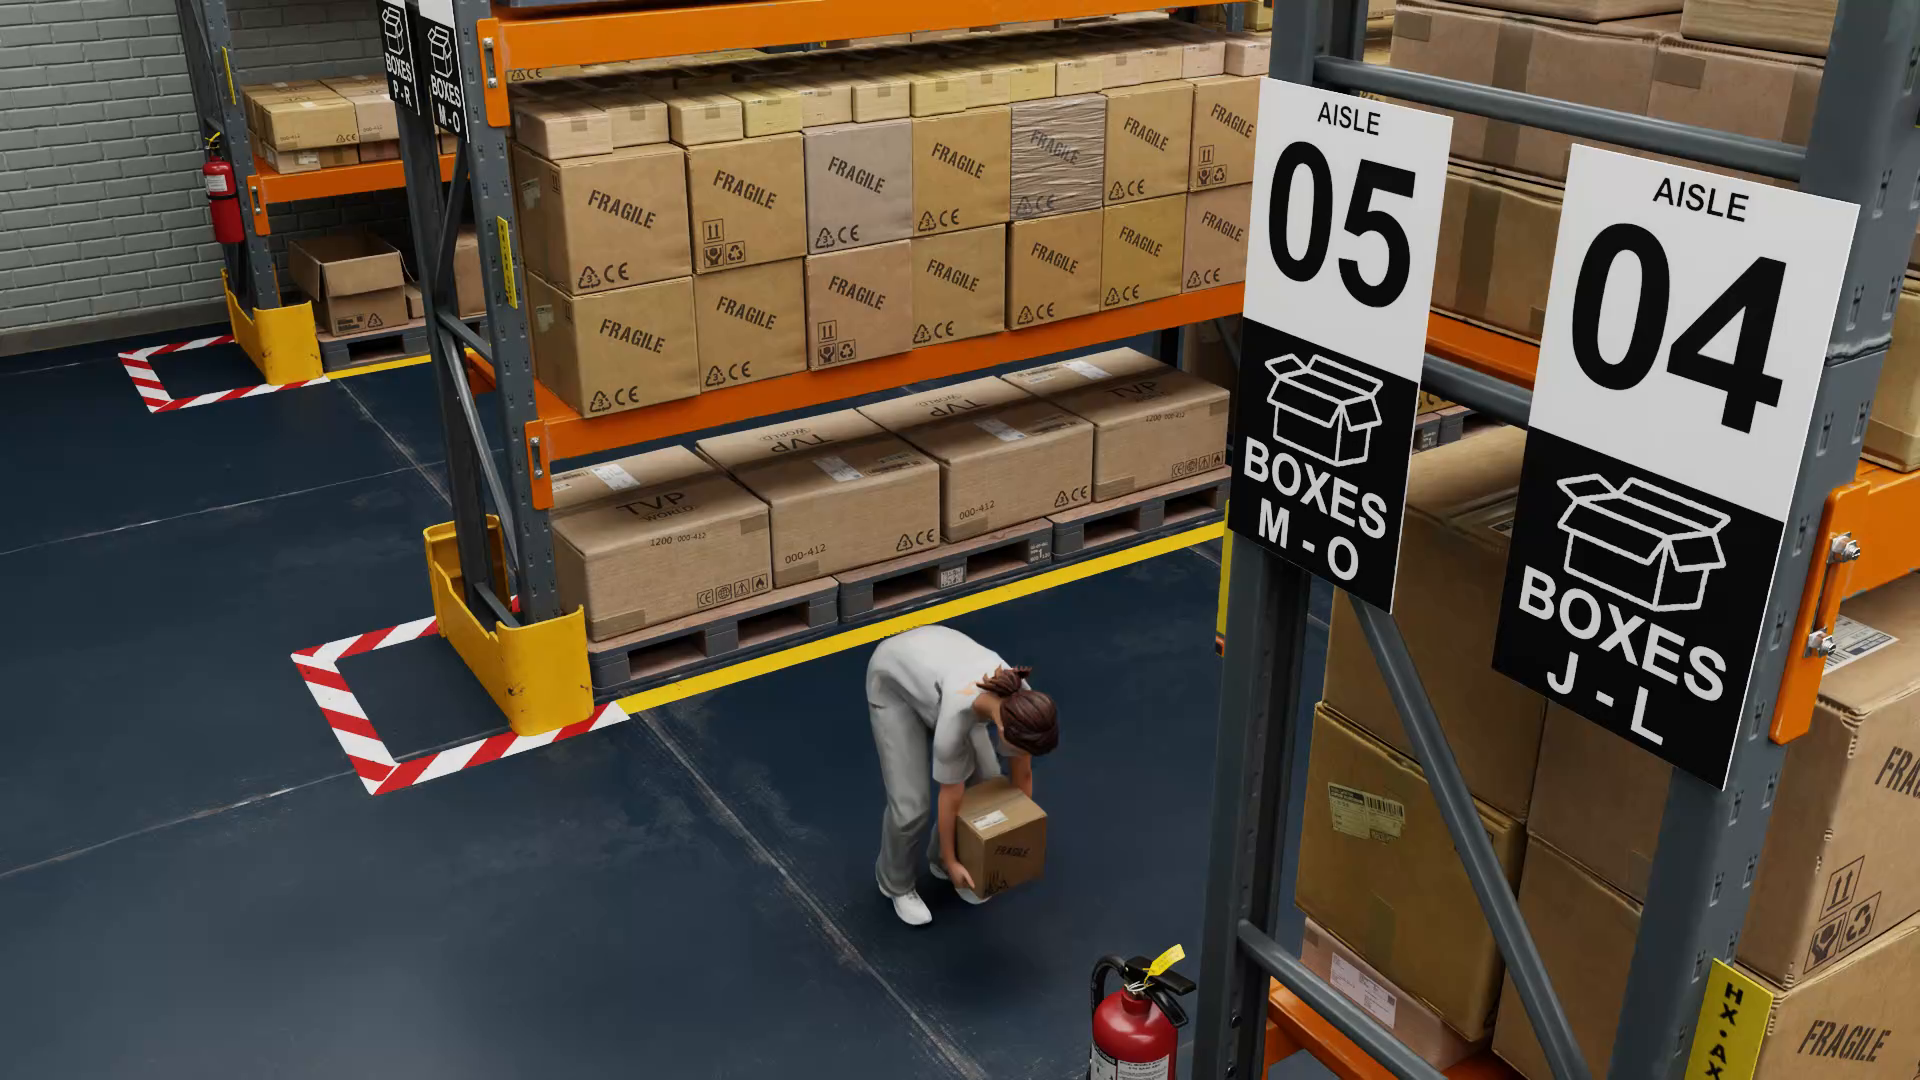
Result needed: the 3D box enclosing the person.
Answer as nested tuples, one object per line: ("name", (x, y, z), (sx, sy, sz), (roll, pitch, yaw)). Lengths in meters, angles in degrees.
("person", (0.023, 0.834, 5.505), (0.425, 1.110, 0.870), (-17, 30, -31))
